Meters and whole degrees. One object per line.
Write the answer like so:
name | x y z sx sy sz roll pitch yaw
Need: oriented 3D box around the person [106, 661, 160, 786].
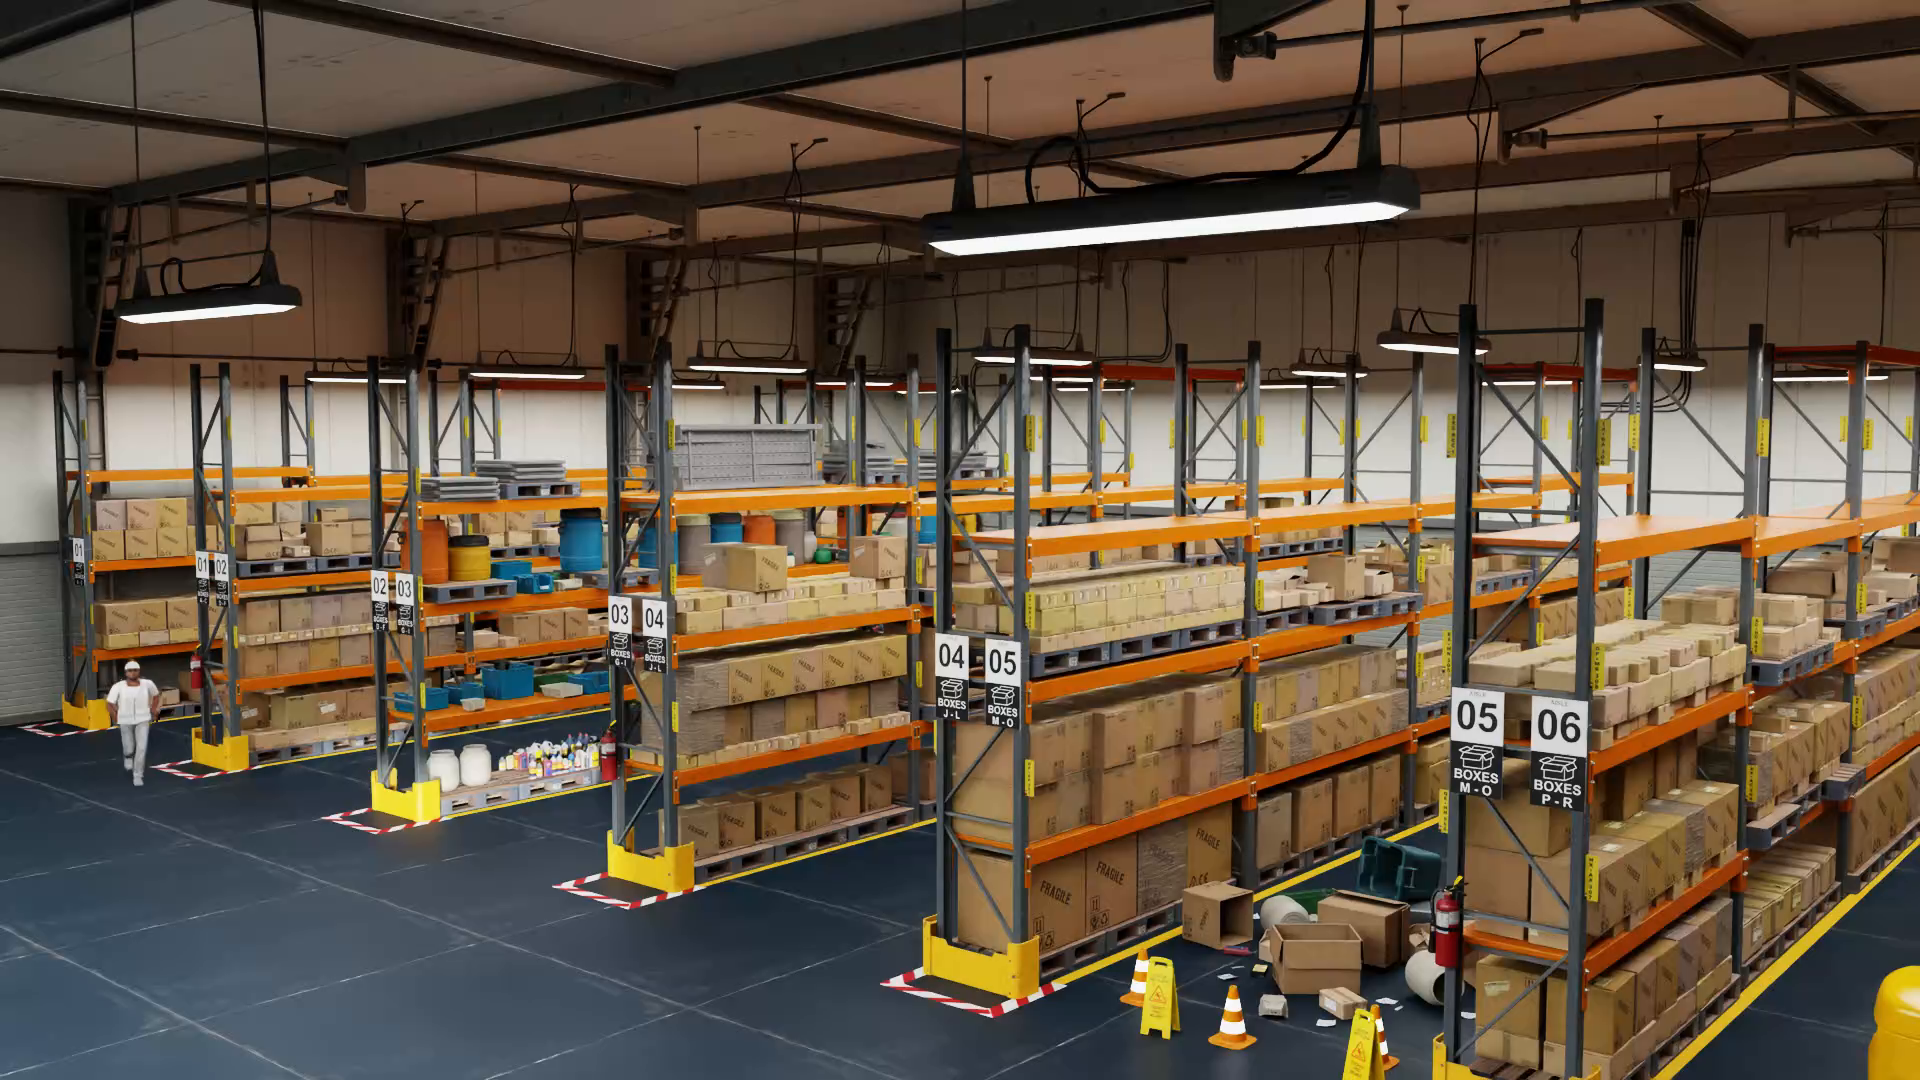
person | -11.774 2.592 23.705 0.688 1.748 0.828 -2 5 -30

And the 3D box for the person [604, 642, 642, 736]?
person | -5.202 2.429 26.684 1.017 1.715 0.707 -2 5 -27
